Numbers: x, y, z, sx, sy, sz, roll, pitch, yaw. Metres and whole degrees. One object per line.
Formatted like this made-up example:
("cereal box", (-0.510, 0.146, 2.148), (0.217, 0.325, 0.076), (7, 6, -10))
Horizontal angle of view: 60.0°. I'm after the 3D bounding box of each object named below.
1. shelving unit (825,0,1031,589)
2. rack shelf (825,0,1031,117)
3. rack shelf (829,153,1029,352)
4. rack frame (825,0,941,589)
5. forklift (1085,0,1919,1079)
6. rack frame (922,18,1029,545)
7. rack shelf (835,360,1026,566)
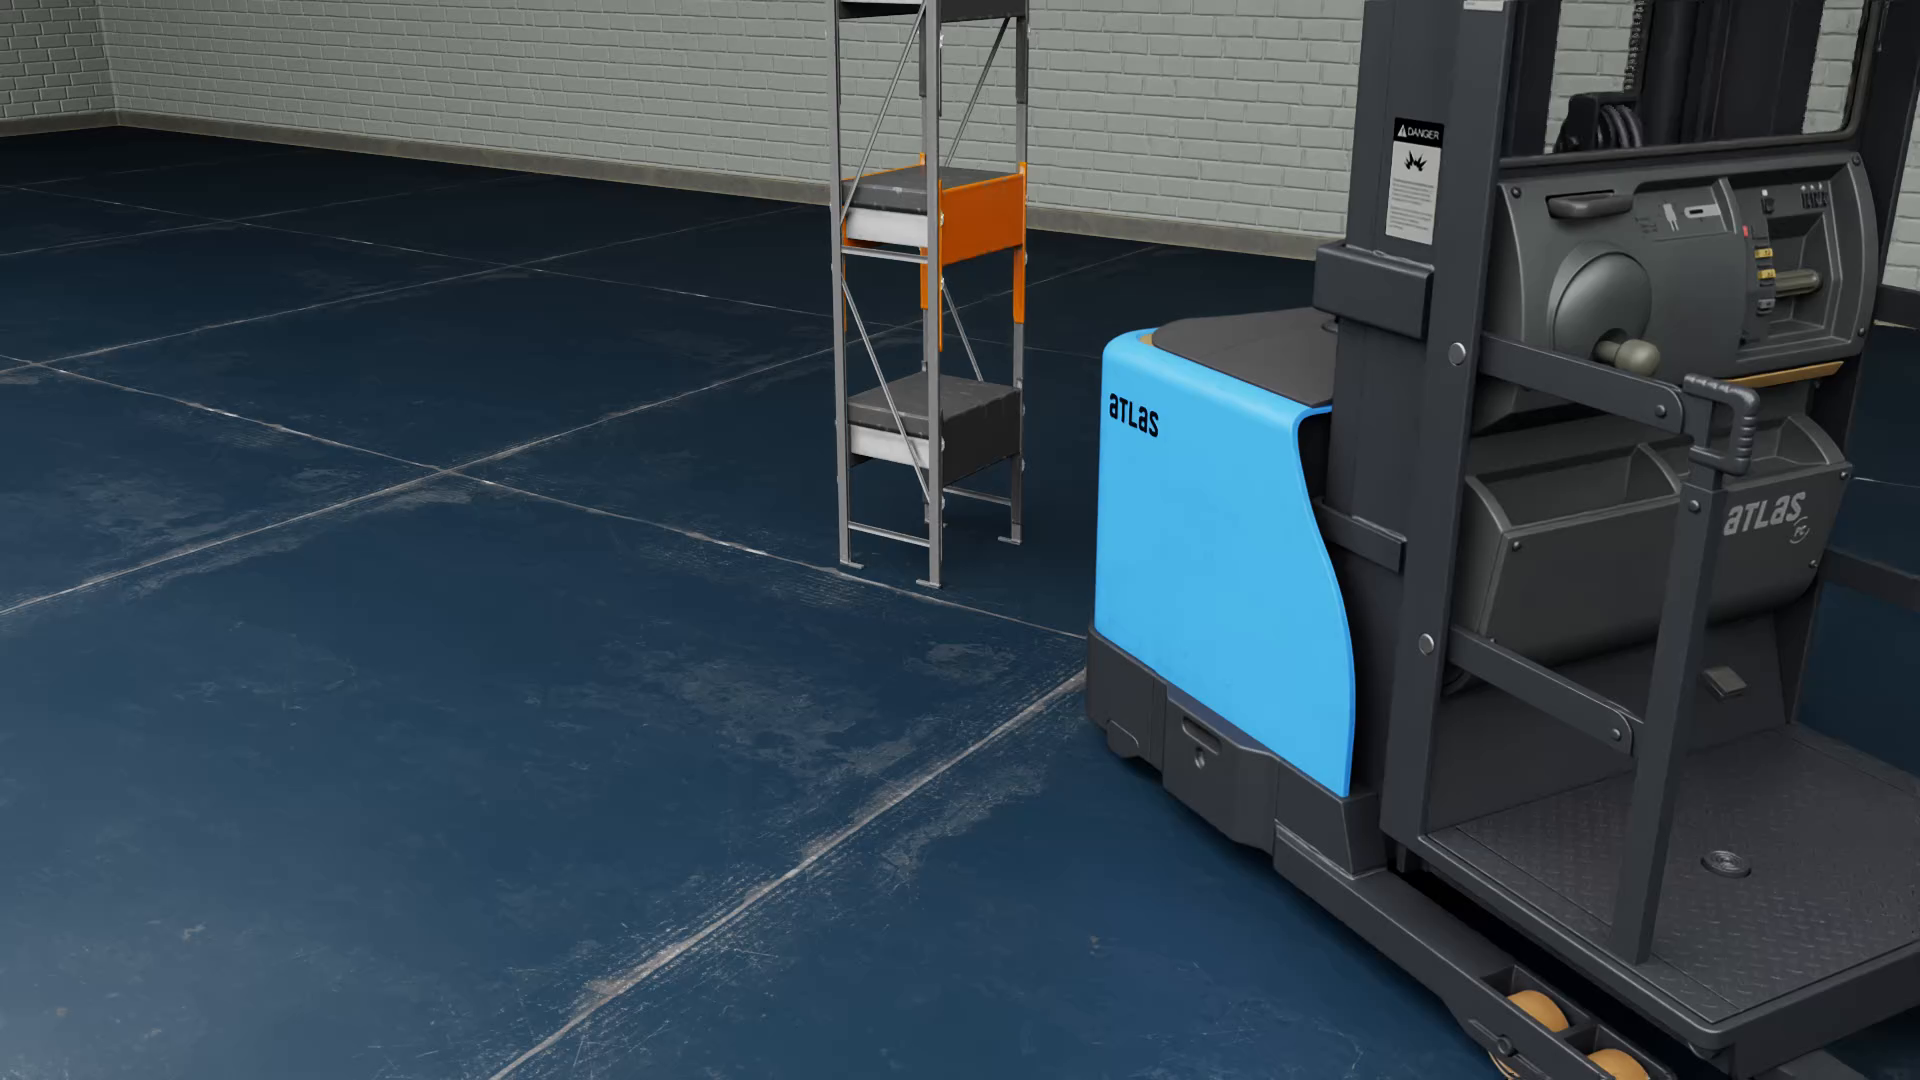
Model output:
("shelving unit", (-0.093, -0.937, 5.272), (0.431, 2.100, 0.503), (13, 24, 32))
("rack shelf", (-0.093, -1.581, 5.034), (0.431, 0.518, 0.480), (13, 24, 32))
("rack shelf", (-0.093, -0.925, 5.277), (0.431, 0.518, 0.480), (13, 24, 32))
("rack frame", (-0.230, -0.867, 5.083), (0.400, 2.100, 0.015), (13, 24, 32))
("forklift", (1.450, -0.491, 2.868), (1.130, 2.935, 3.031), (-10, 23, -25))
("rack frame", (0.044, -1.007, 5.462), (0.400, 2.100, 0.015), (13, 24, 32))
("rack shelf", (-0.093, -0.268, 5.520), (0.431, 0.518, 0.480), (13, 24, 32))
